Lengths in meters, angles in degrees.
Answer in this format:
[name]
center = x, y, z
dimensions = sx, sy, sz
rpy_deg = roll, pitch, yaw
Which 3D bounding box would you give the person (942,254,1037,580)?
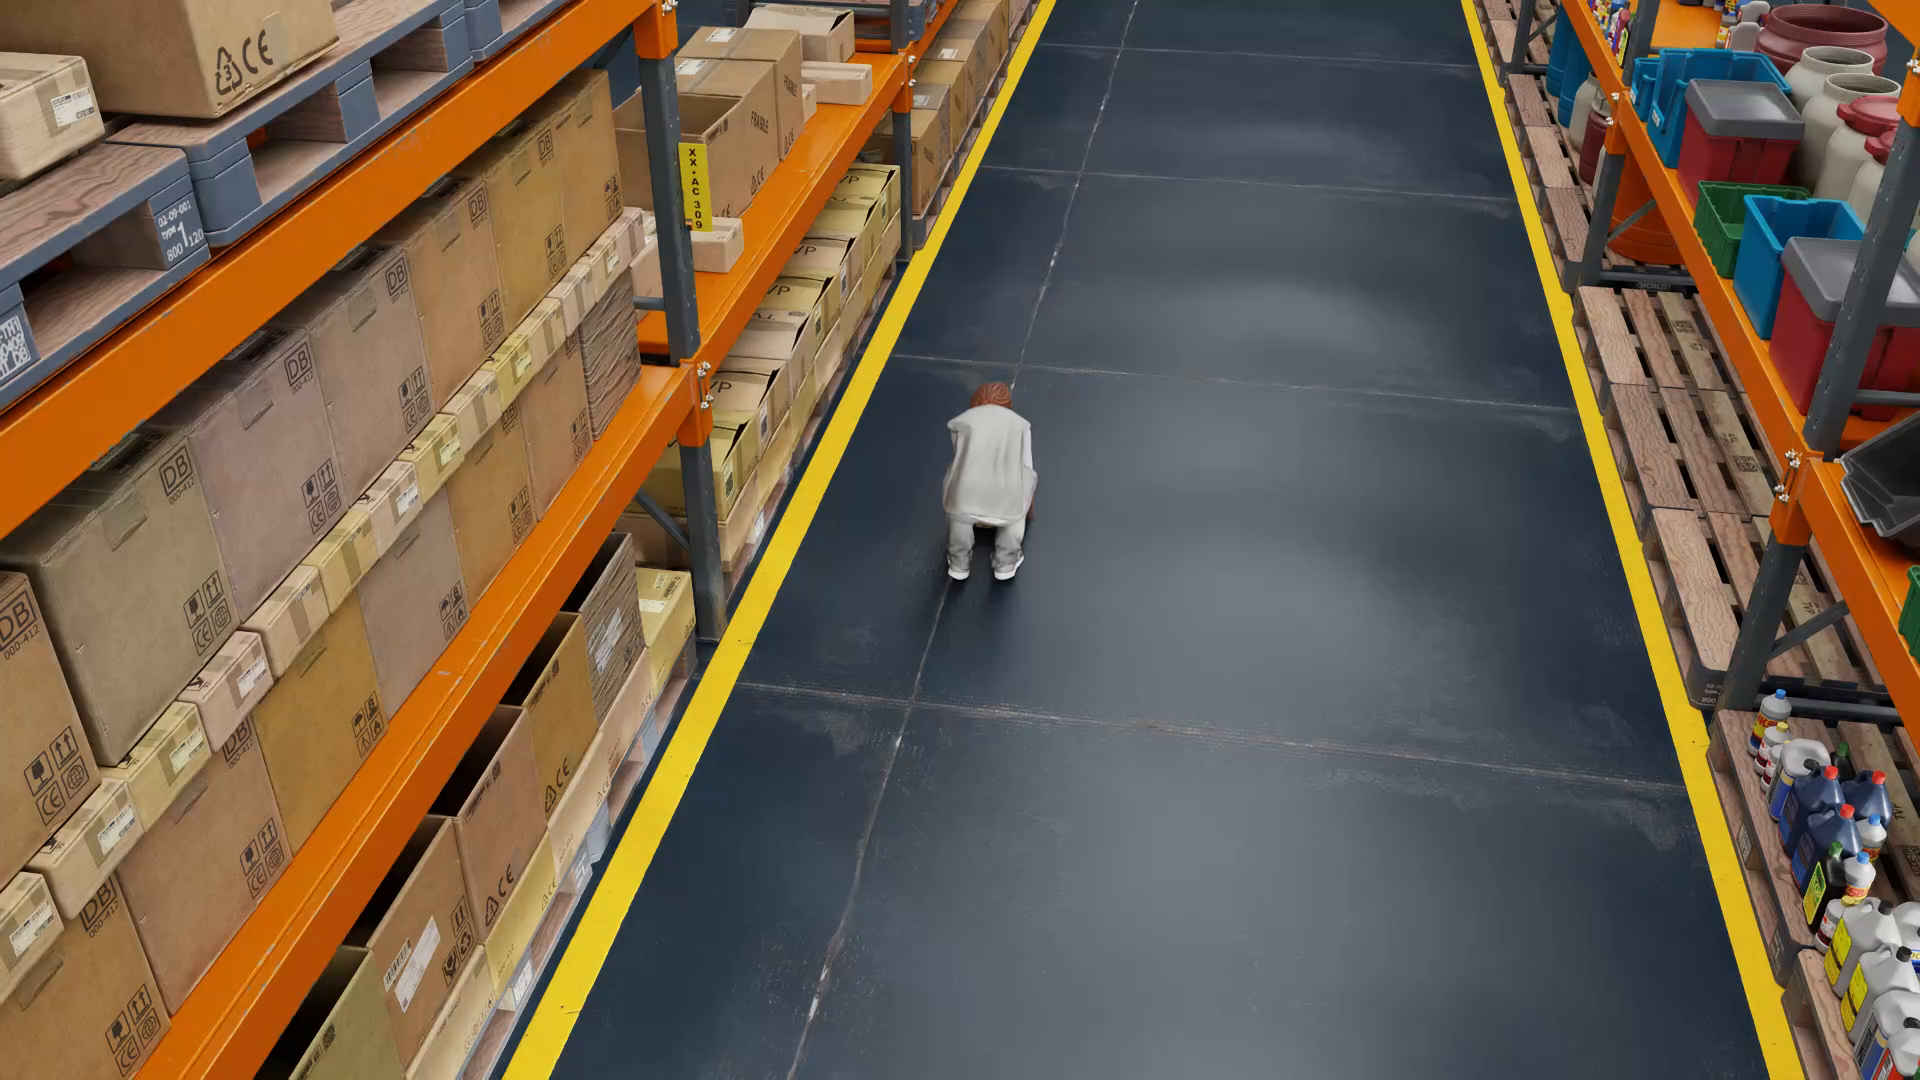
[person]
center = 0.138, -0.504, 7.211
dimensions = 0.376, 1.297, 0.778
rpy_deg = 5, 33, 7
